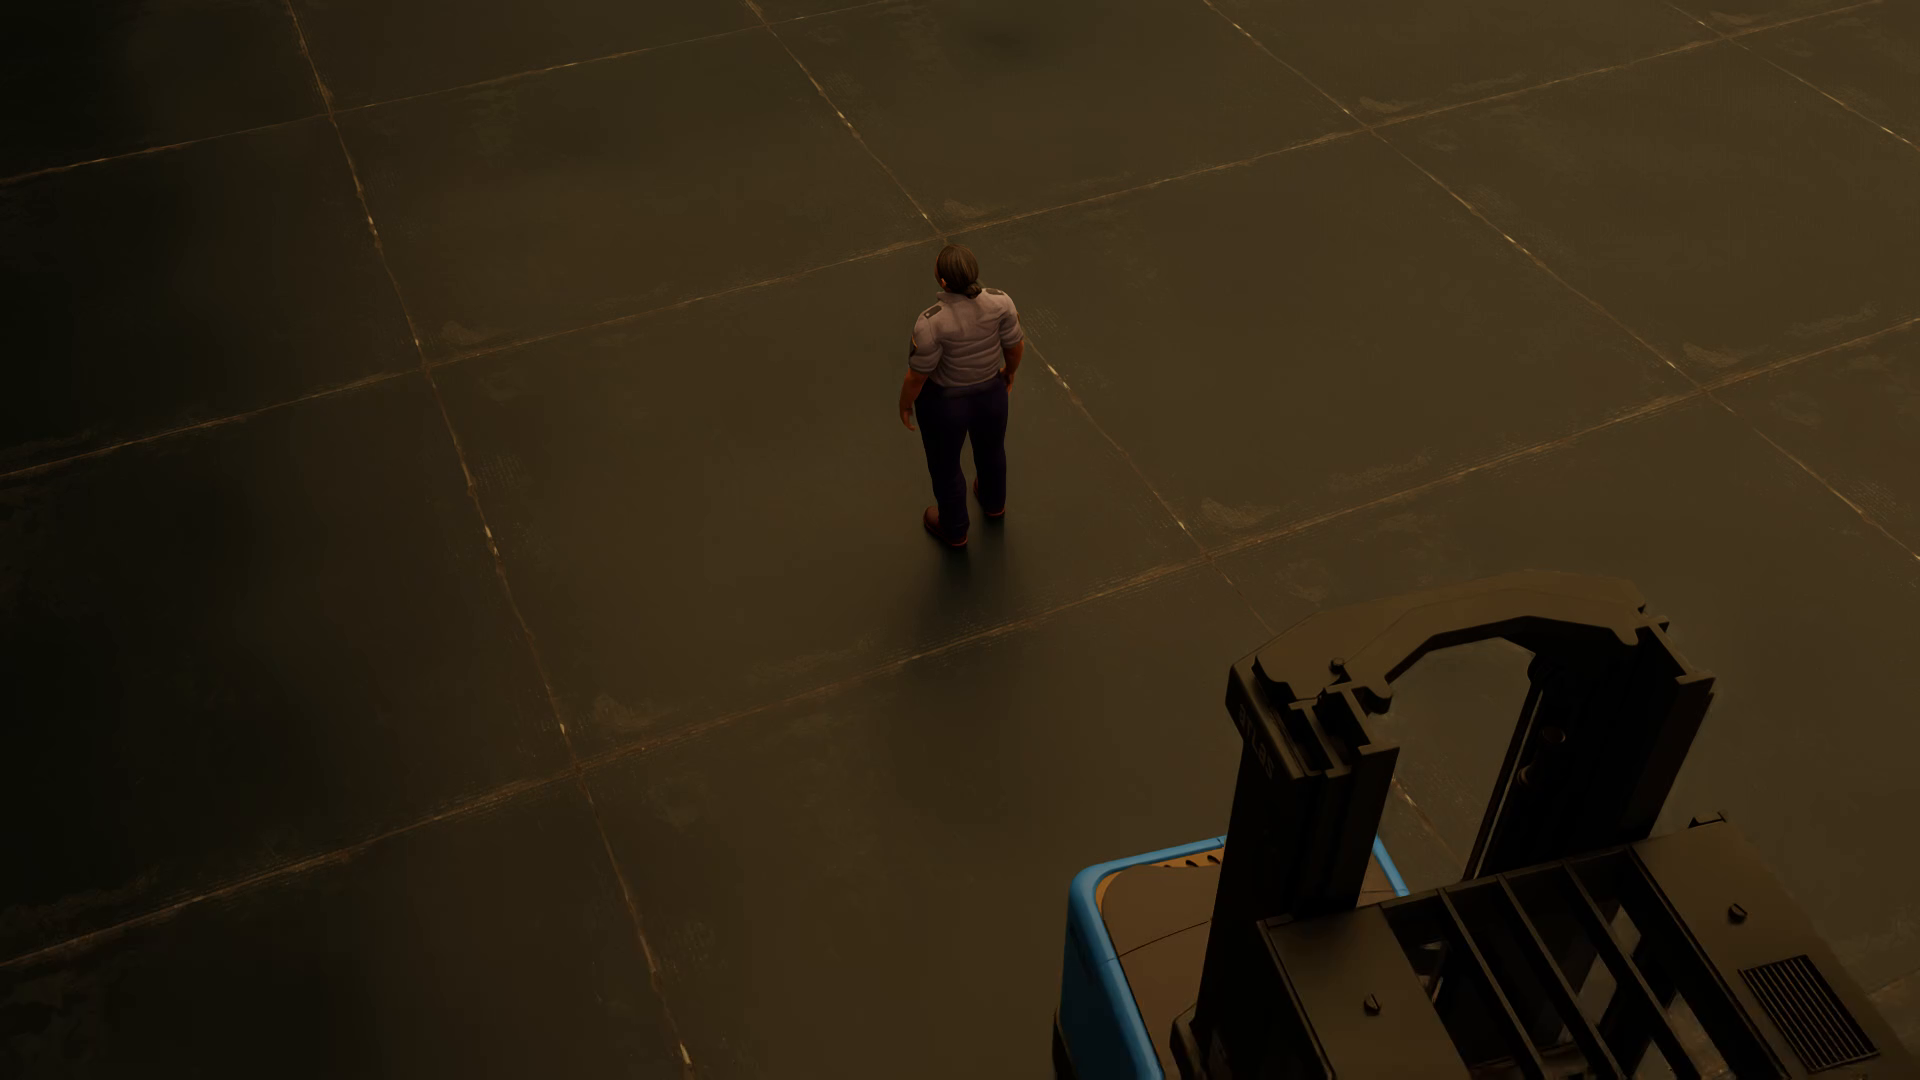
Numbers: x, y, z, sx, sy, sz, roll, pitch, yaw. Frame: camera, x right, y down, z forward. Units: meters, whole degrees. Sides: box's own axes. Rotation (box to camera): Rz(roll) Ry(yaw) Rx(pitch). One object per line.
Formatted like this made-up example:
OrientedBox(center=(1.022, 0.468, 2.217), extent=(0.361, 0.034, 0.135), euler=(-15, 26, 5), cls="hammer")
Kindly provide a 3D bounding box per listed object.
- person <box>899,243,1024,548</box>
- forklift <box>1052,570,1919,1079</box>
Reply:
OrientedBox(center=(-0.017, -0.665, 7.332), extent=(0.598, 1.637, 0.503), euler=(-18, 46, -18), cls="person")
OrientedBox(center=(1.198, 1.625, 3.939), extent=(1.130, 2.935, 3.031), euler=(-10, 44, -11), cls="forklift")
